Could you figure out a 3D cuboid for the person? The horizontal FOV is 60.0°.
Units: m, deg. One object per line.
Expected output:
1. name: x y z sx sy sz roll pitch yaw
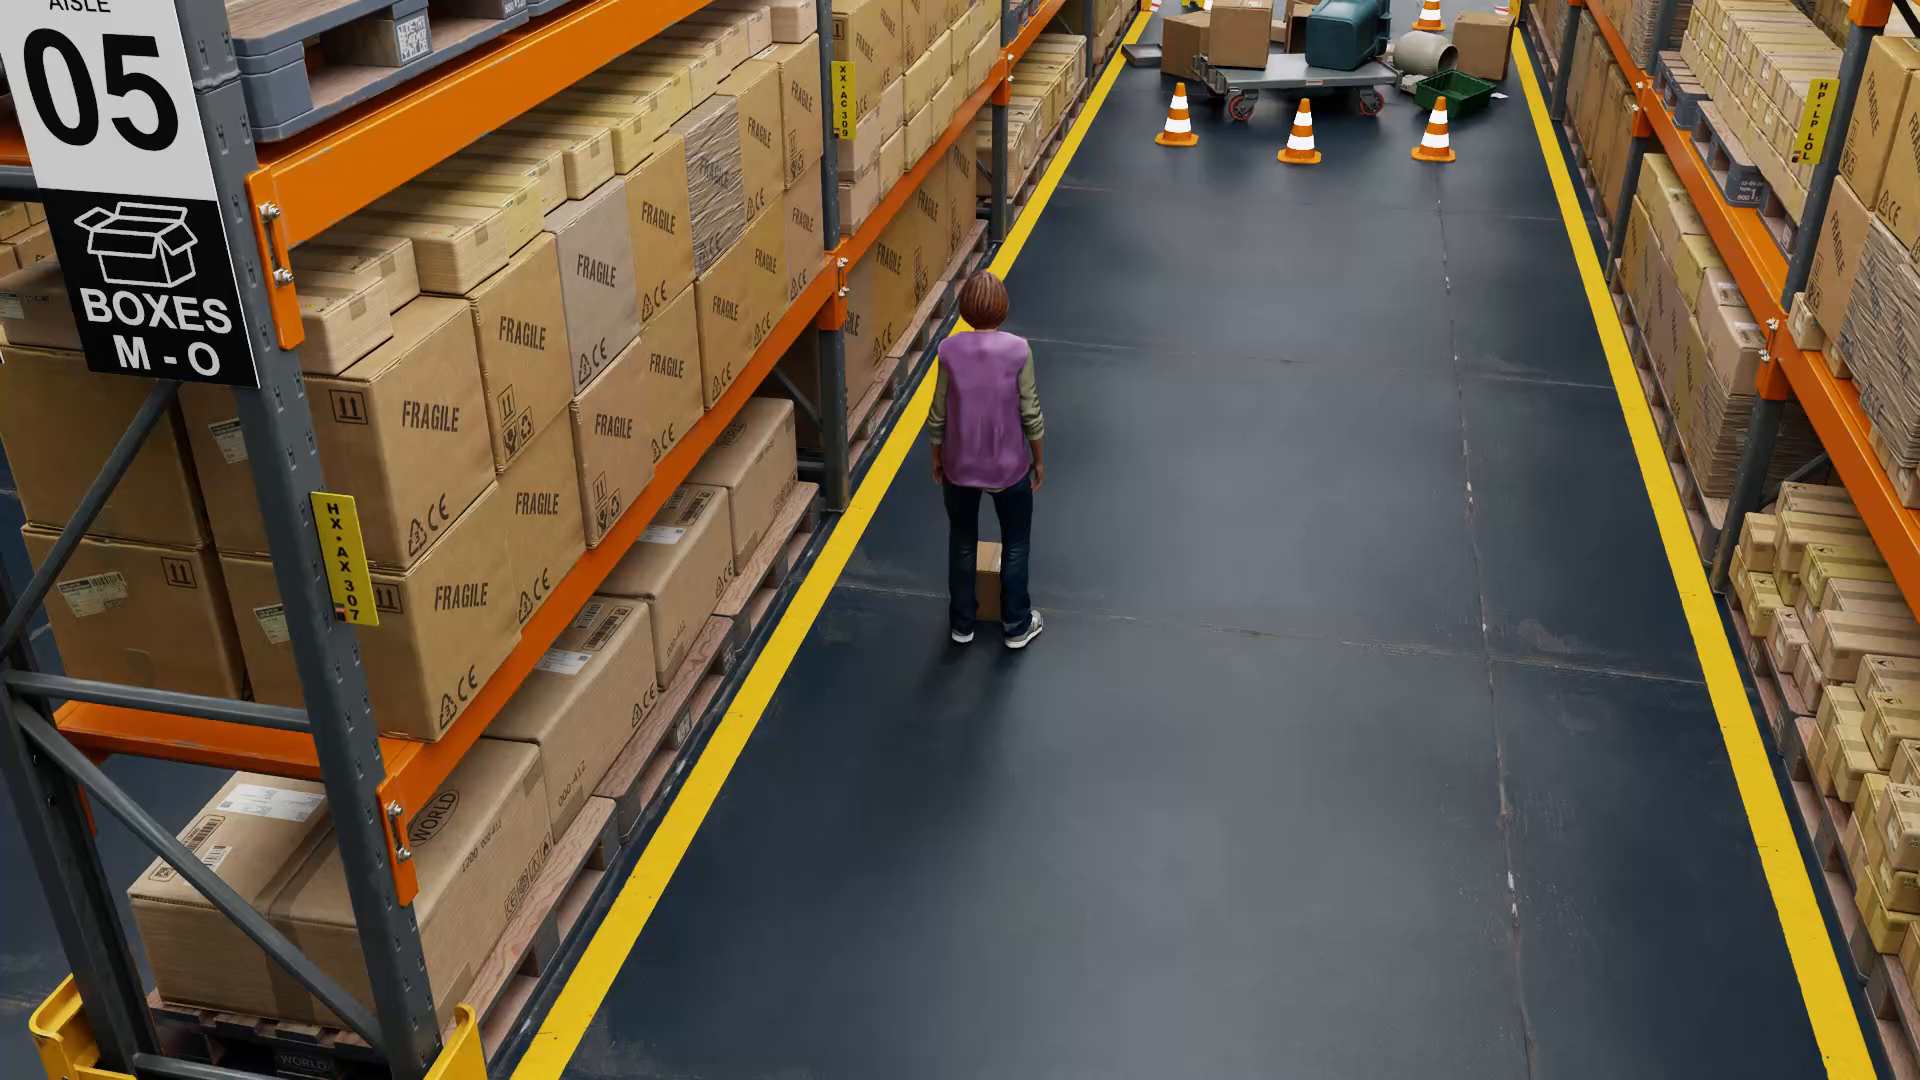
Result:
1. person: 0.106 -0.288 6.656 0.468 1.589 0.350 4 29 8
